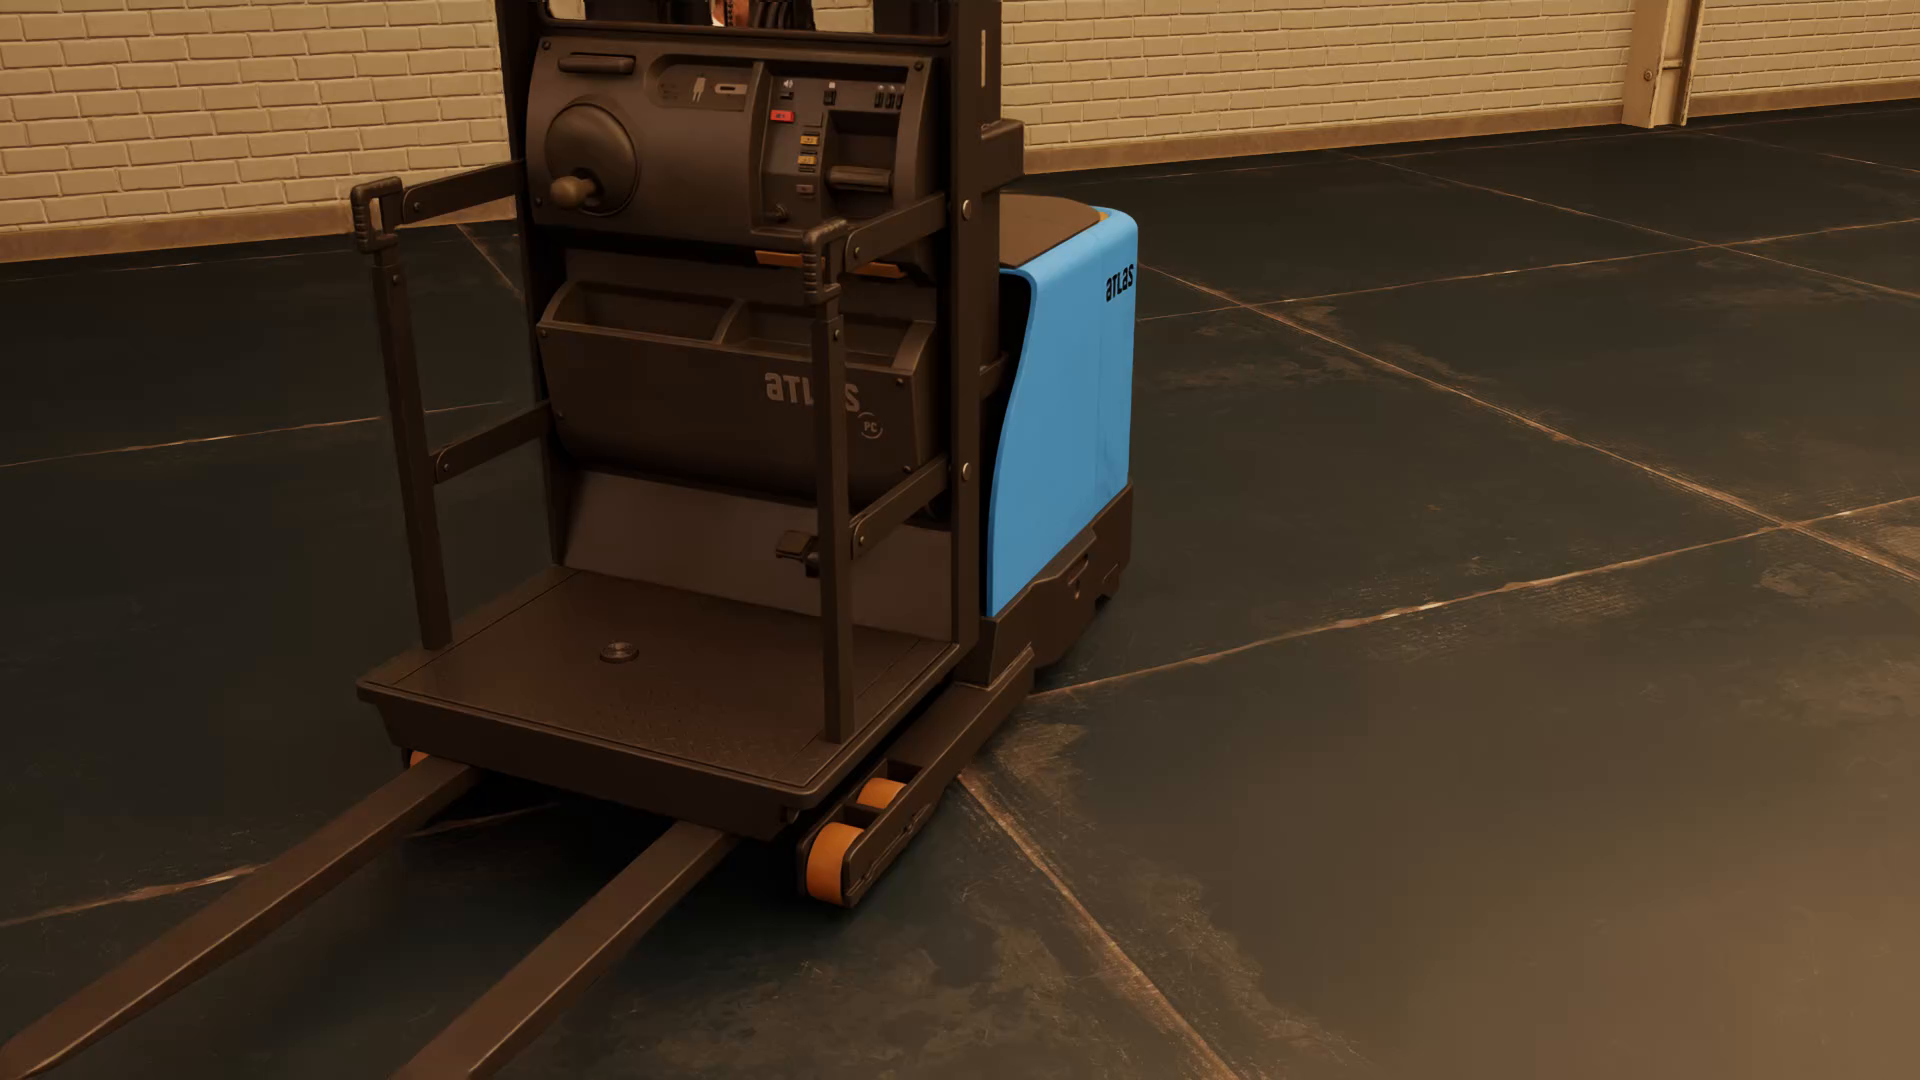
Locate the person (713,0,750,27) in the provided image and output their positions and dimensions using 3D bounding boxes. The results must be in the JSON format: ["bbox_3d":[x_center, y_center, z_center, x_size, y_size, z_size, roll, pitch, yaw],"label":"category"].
[{"bbox_3d":[-0.644,-1.017,5.314,0.499,1.715,0.839,8,24,18],"label":"person"}]

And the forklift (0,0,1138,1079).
[{"bbox_3d":[-0.576,-0.806,3.227,1.130,2.935,3.031,10,24,22],"label":"forklift"}]
